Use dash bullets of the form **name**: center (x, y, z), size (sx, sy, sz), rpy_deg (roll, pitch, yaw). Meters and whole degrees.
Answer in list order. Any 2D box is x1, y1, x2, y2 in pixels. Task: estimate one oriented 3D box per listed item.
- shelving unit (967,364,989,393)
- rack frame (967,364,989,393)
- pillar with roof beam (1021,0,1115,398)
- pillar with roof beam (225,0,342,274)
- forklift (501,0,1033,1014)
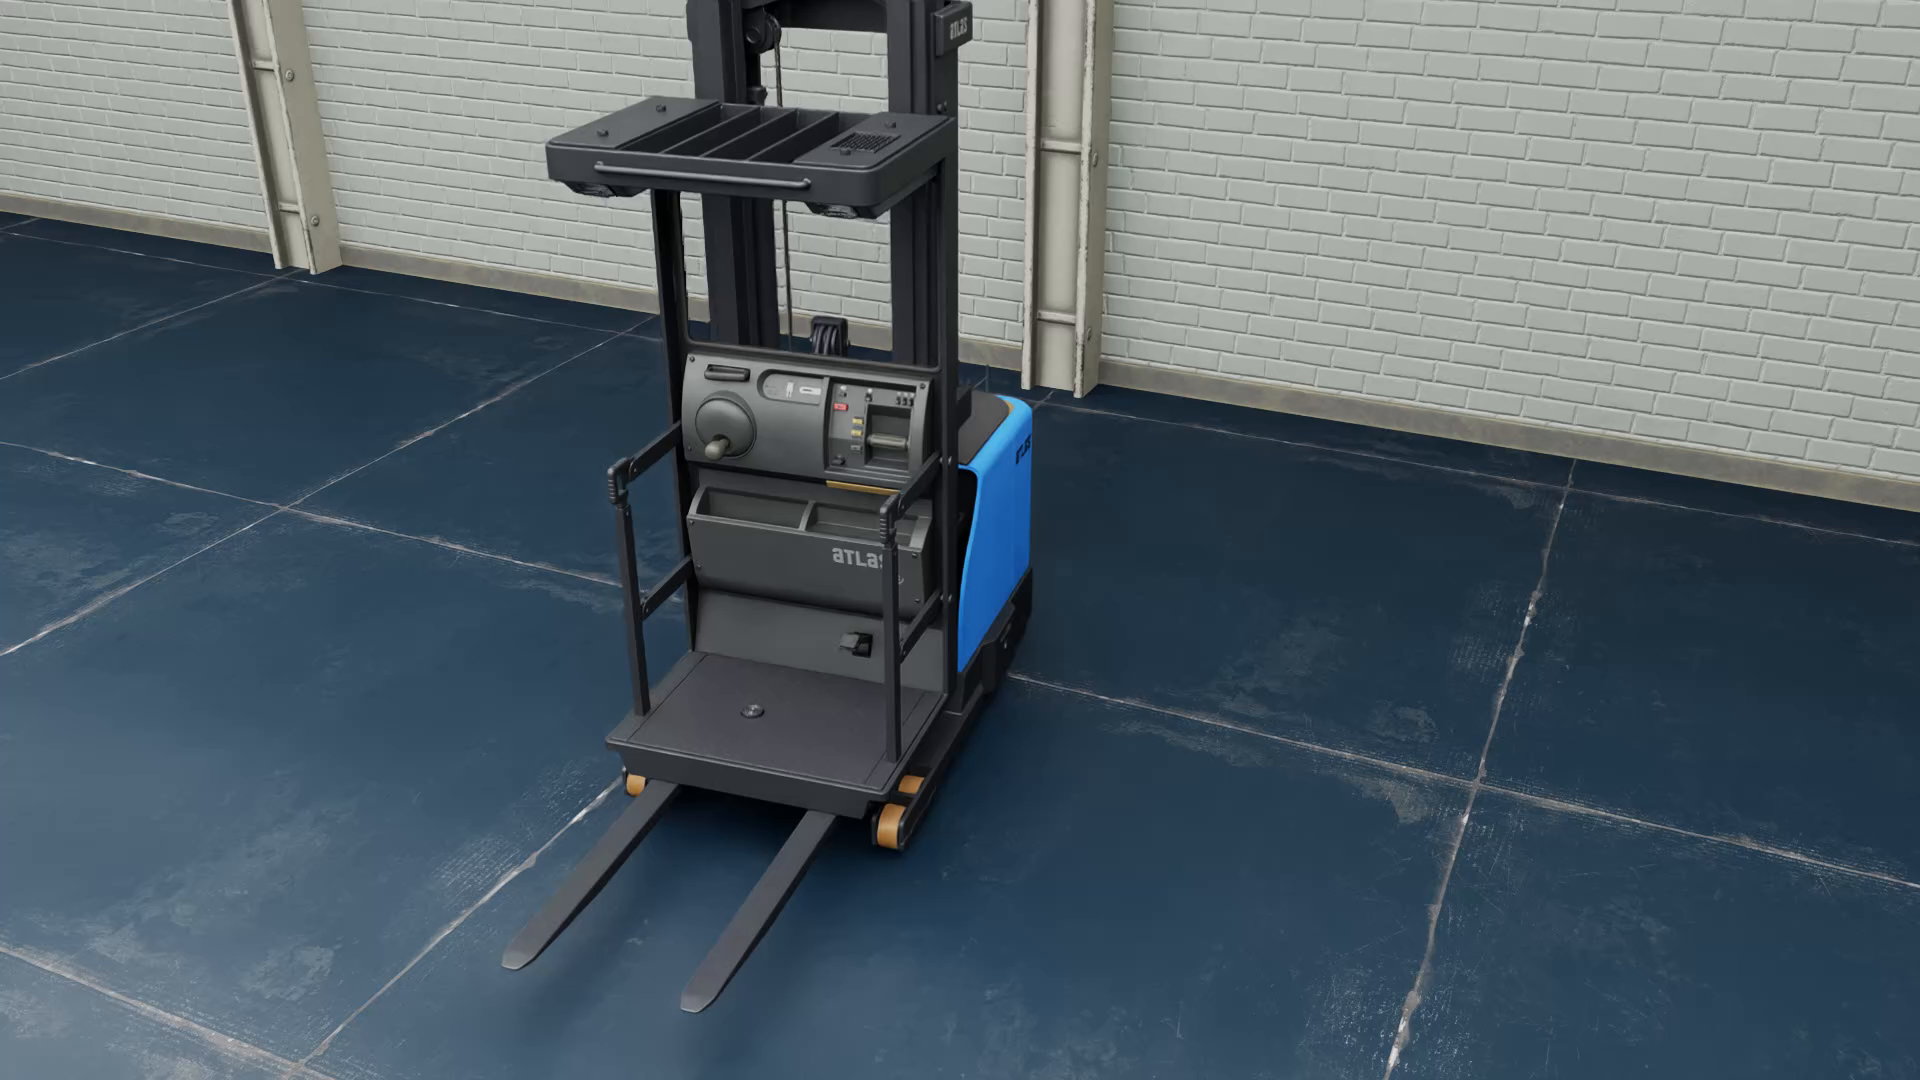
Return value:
- **shelving unit**: center (-0.007, -0.405, 8.054), size (0.210, 0.900, 0.258), rpy_deg (11, 28, 22)
- **rack frame**: center (0.085, -0.387, 8.016), size (0.006, 0.900, 0.240), rpy_deg (11, 28, 22)
- **pillar with roof beam**: center (-1.167, -3.256, 4.675), size (0.400, 9.000, 9.100), rpy_deg (11, 28, 22)
- **pillar with roof beam**: center (-6.629, -4.353, 6.903), size (0.400, 9.000, 9.100), rpy_deg (11, 28, 22)
- **forklift**: center (-0.621, -0.399, 5.743), size (1.130, 2.935, 3.031), rpy_deg (8, 27, 16)
